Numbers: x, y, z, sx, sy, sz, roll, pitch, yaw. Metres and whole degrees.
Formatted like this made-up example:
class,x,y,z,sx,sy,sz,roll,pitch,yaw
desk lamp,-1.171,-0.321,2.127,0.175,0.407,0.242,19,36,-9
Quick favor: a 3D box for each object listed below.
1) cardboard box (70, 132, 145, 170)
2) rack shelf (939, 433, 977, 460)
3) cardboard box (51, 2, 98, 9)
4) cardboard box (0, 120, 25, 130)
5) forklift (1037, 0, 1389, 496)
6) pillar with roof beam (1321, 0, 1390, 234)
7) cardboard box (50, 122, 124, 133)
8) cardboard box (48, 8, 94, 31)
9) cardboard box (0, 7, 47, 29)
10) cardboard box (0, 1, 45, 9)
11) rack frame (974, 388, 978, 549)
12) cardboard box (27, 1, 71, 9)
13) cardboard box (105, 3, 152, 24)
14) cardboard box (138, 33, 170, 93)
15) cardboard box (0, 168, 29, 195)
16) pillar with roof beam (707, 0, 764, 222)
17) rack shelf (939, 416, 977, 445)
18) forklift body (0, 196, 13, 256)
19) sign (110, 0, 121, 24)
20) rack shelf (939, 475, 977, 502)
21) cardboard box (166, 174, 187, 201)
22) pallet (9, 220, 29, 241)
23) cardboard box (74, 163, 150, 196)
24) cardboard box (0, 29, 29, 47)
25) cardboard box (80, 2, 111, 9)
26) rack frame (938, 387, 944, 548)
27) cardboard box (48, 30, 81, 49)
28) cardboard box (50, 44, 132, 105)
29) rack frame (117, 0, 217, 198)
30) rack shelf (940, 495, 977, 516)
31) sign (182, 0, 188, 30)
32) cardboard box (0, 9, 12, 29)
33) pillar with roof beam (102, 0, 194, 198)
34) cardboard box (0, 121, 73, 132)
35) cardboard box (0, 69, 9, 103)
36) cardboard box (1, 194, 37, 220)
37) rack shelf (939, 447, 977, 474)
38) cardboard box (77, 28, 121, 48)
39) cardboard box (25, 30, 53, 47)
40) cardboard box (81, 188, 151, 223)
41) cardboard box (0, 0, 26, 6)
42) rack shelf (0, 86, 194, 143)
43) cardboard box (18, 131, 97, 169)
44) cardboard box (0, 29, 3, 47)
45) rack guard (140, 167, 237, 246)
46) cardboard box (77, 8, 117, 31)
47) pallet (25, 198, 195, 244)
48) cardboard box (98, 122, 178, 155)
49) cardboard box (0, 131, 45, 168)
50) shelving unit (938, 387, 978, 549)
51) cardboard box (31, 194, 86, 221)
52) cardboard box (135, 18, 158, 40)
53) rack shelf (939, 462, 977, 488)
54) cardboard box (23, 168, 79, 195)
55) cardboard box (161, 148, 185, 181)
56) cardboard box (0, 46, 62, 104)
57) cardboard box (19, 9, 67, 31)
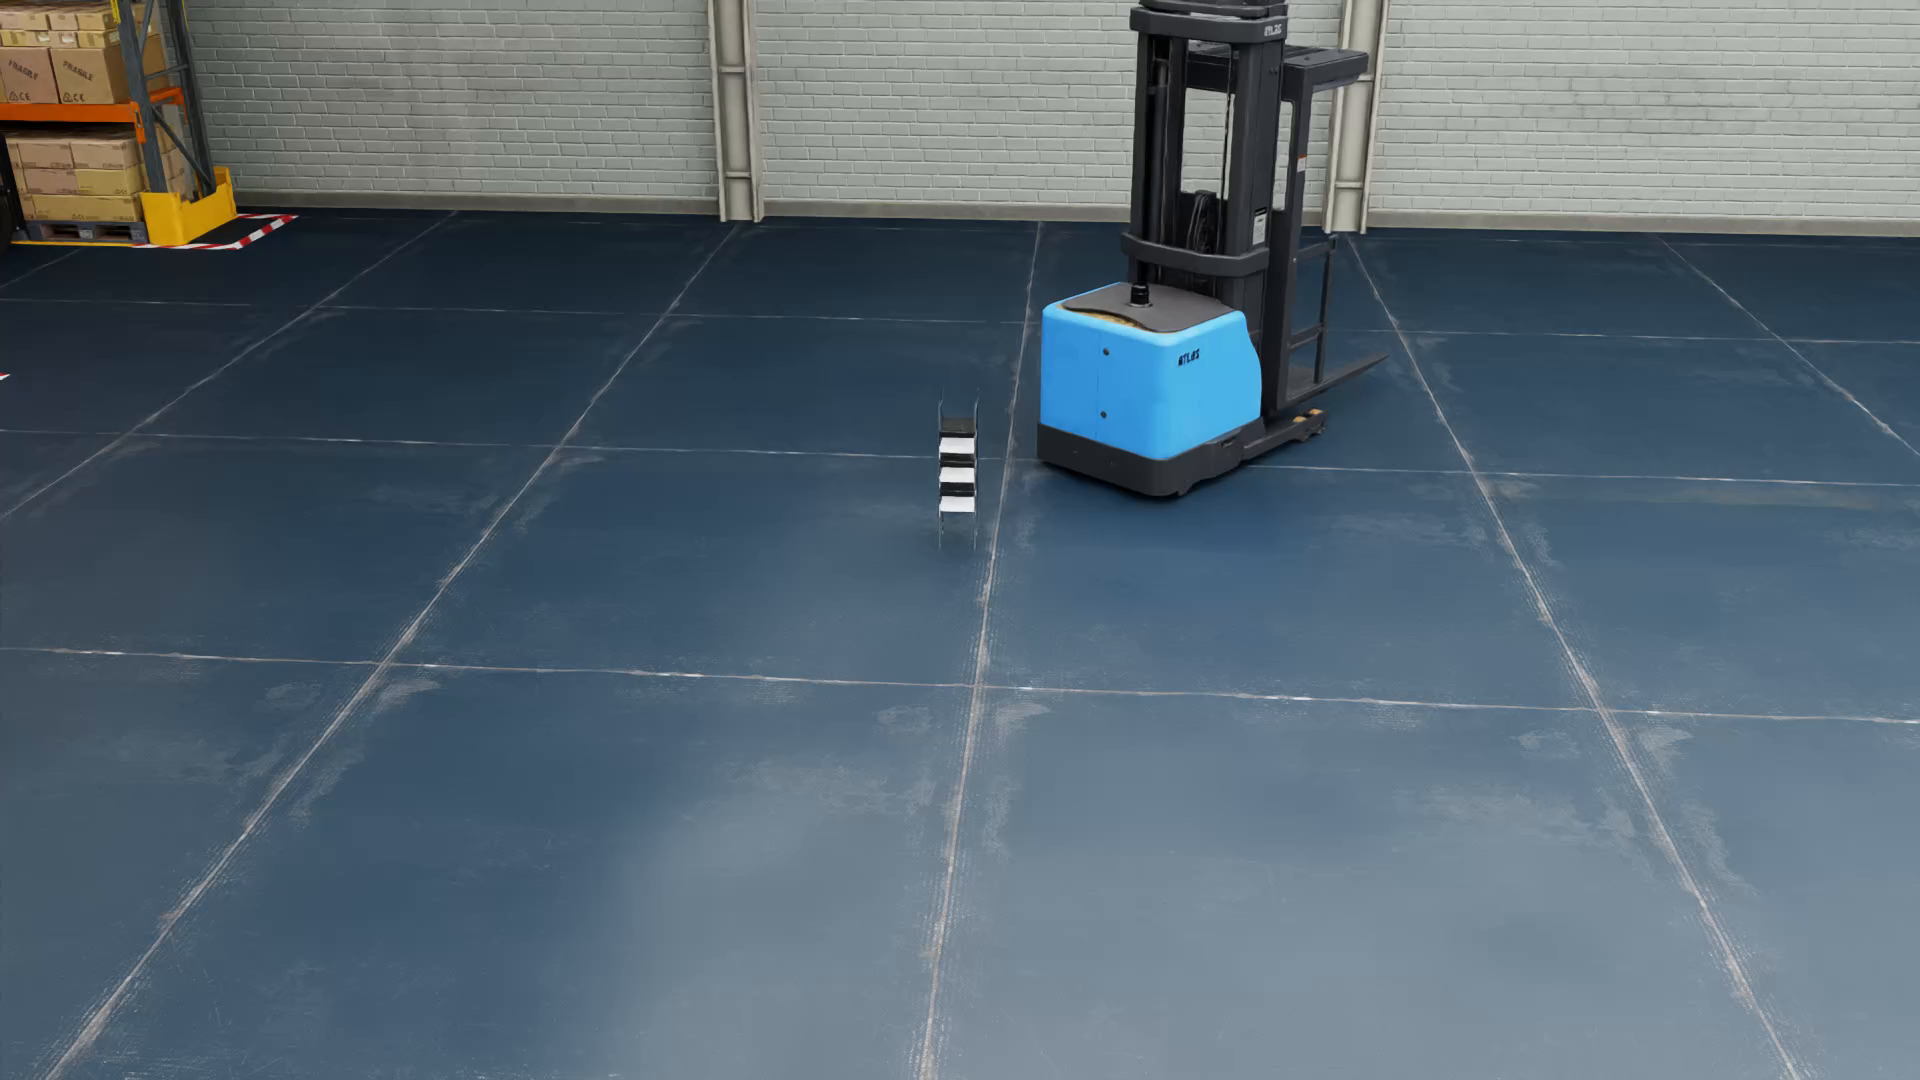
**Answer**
class,x,y,z,sx,sy,sz,roll,pitch,yaw
cardboard box,-8.042,-3.695,15.783,0.500,0.250,0.500,3,25,6
rack shelf,-0.008,-0.542,9.501,0.200,0.077,0.258,2,25,4
cardboard box,-8.400,-5.015,15.808,0.250,0.149,0.380,2,25,5
cardboard box,-9.530,-3.959,16.356,0.500,0.250,0.500,1,25,3
forklift,1.869,-2.125,10.862,1.130,2.935,3.031,21,32,38
pillar with roof beam,3.451,-5.360,10.632,0.400,9.000,9.100,2,25,4
cardboard box,-8.522,-3.919,16.270,0.500,0.250,0.500,2,25,4
cardboard box,-8.180,-4.808,15.360,0.250,0.149,0.380,2,25,4
cardboard box,-8.686,-4.844,15.438,0.250,0.149,0.380,2,25,4
cardboard box,-8.910,-5.027,15.834,0.250,0.149,0.380,3,25,6
rack frame,0.093,-0.406,9.555,0.006,0.900,0.240,2,25,4
cardboard box,-8.645,-5.029,15.839,0.250,0.149,0.380,2,25,4
cardboard box,-7.877,-4.990,15.754,0.250,0.149,0.380,1,25,3
cardboard box,-8.031,-4.592,16.021,0.500,0.500,0.500,3,25,6
cardboard box,-9.083,-3.497,15.950,0.500,0.250,0.500,1,25,3
pillar with roof beam,-2.531,-5.552,11.050,0.400,9.000,9.100,2,25,4
rack shelf,-0.008,-0.624,9.464,0.200,0.077,0.258,2,25,4
forklift body,-9.589,-3.329,14.412,1.214,2.155,2.313,2,25,4
sign,-7.614,-4.822,14.974,0.005,0.325,0.100,2,25,4
rack shelf,-0.008,-0.297,9.614,0.200,0.077,0.258,2,25,4
cardboard box,-8.033,-3.453,16.454,0.500,0.250,0.500,2,25,4
pallet,-9.537,-3.195,16.441,1.213,0.211,1.003,2,25,4
cardboard box,-8.068,-3.469,15.889,0.500,0.250,0.500,2,25,3
cardboard box,-8.683,-4.691,15.461,0.250,0.149,0.380,2,25,4
cardboard box,-8.137,-5.024,15.829,0.250,0.149,0.380,3,25,6
rack frame,-0.109,-0.412,9.570,0.006,0.900,0.240,2,25,4
cardboard box,-8.183,-4.645,15.360,0.250,0.149,0.380,2,25,5
cardboard box,-8.069,-4.366,15.531,0.500,0.500,0.500,1,25,3
rack frame,-7.559,-4.415,15.756,0.127,3.000,1.000,2,25,4
rack shelf,-0.008,-0.215,9.652,0.200,0.077,0.258,2,25,4
sign,-7.510,-5.075,16.060,0.005,0.325,0.100,2,25,4
cardboard box,-8.954,-4.807,15.356,0.250,0.149,0.380,2,25,5
pillar with roof beam,-8.513,-5.744,11.467,0.400,9.000,9.100,2,25,4
cardboard box,-9.020,-3.940,16.314,0.500,0.250,0.500,2,25,4
cardboard box,-9.097,-4.403,15.611,0.500,0.500,0.500,1,25,3
cardboard box,-9.044,-3.279,16.075,0.500,0.250,0.500,2,25,5
rack shelf,-0.008,-0.461,9.539,0.200,0.077,0.258,2,25,4
cardboard box,-7.926,-4.649,15.369,0.250,0.149,0.380,2,25,5
cardboard box,-8.437,-4.679,15.434,0.250,0.149,0.380,2,25,5
cardboard box,-8.051,-3.240,15.989,0.500,0.250,0.500,2,25,4
cardboard box,-9.164,-5.076,15.942,0.250,0.149,0.380,1,25,3
rack shelf,-9.553,-4.152,16.045,4.000,0.370,1.077,2,25,4
cardboard box,-8.551,-3.709,15.813,0.500,0.250,0.500,2,25,5
cardboard box,-8.953,-4.680,15.437,0.250,0.149,0.380,1,25,2
rack guard,-7.535,-3.278,16.276,0.348,0.500,1.175,2,25,4
cardboard box,-7.932,-4.813,15.371,0.250,0.149,0.380,2,25,4
pallet,-8.324,-3.155,16.354,1.213,0.211,1.003,2,25,4
cardboard box,-8.023,-3.905,16.238,0.500,0.250,0.500,1,25,3
cardboard box,-9.055,-3.721,15.839,0.500,0.250,0.500,2,25,5
shelving unit,-0.008,-0.409,9.562,0.210,0.900,0.258,2,25,4
cardboard box,-8.546,-3.259,16.032,0.500,0.250,0.500,2,25,4
cardboard box,-7.877,-4.874,15.858,0.250,0.149,0.380,1,25,3
rack shelf,-0.008,-0.379,9.576,0.200,0.077,0.258,2,25,4
cardboard box,-8.567,-3.489,15.933,0.500,0.250,0.500,2,25,3
cardboard box,-8.011,-3.685,16.359,0.500,0.250,0.500,2,25,5
cardboard box,-8.586,-4.387,15.576,0.500,0.500,0.500,3,25,6
cardboard box,-8.443,-4.805,15.354,0.250,0.149,0.380,2,25,5
